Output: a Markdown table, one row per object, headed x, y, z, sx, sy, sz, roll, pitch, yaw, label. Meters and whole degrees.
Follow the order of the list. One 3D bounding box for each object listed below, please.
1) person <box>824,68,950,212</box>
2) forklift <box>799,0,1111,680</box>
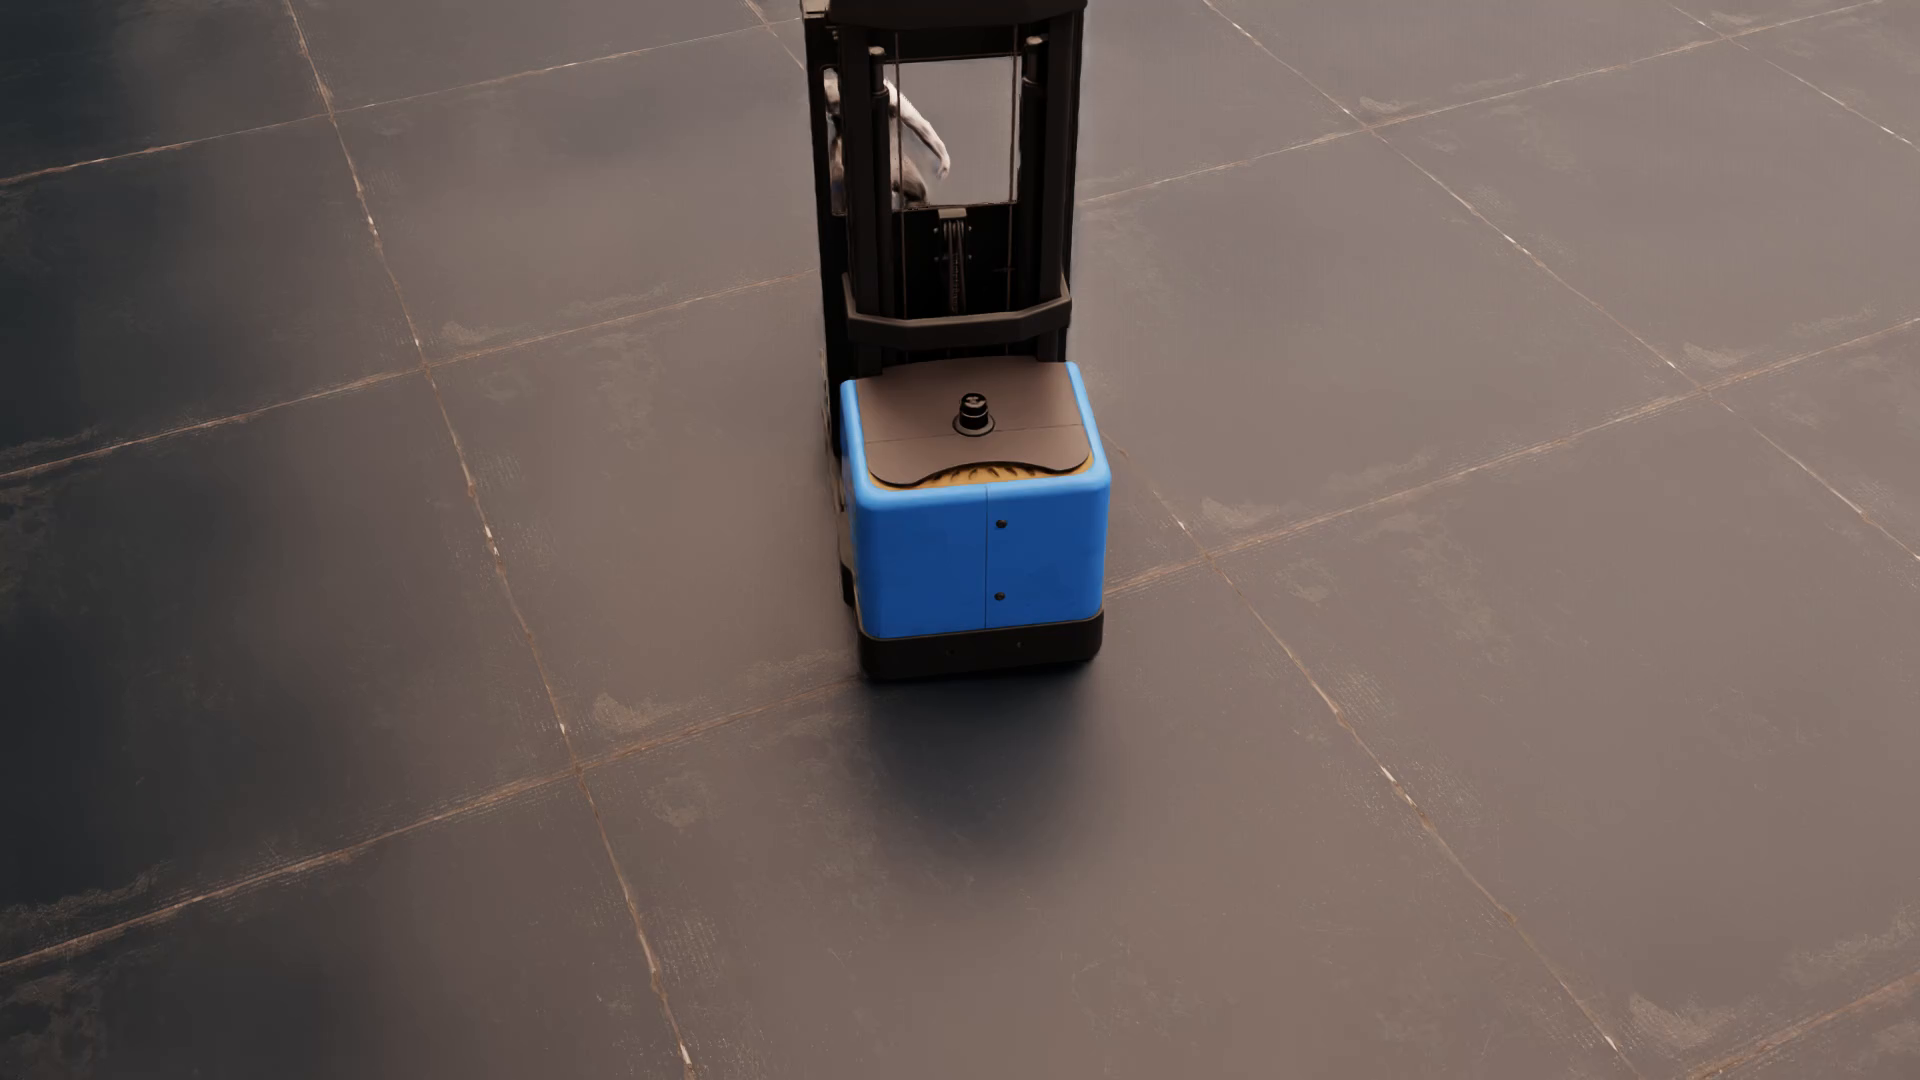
| x | y | z | sx | sy | sz | roll | pitch | yaw | label |
| --- | --- | --- | --- | --- | --- | --- | --- | --- | --- |
| -0.414 | -2.042 | 8.945 | 0.725 | 1.593 | 0.783 | 0 | 43 | 0 | person |
| -0.097 | -1.487 | 7.273 | 1.130 | 2.935 | 3.031 | -5 | 43 | -6 | forklift |
